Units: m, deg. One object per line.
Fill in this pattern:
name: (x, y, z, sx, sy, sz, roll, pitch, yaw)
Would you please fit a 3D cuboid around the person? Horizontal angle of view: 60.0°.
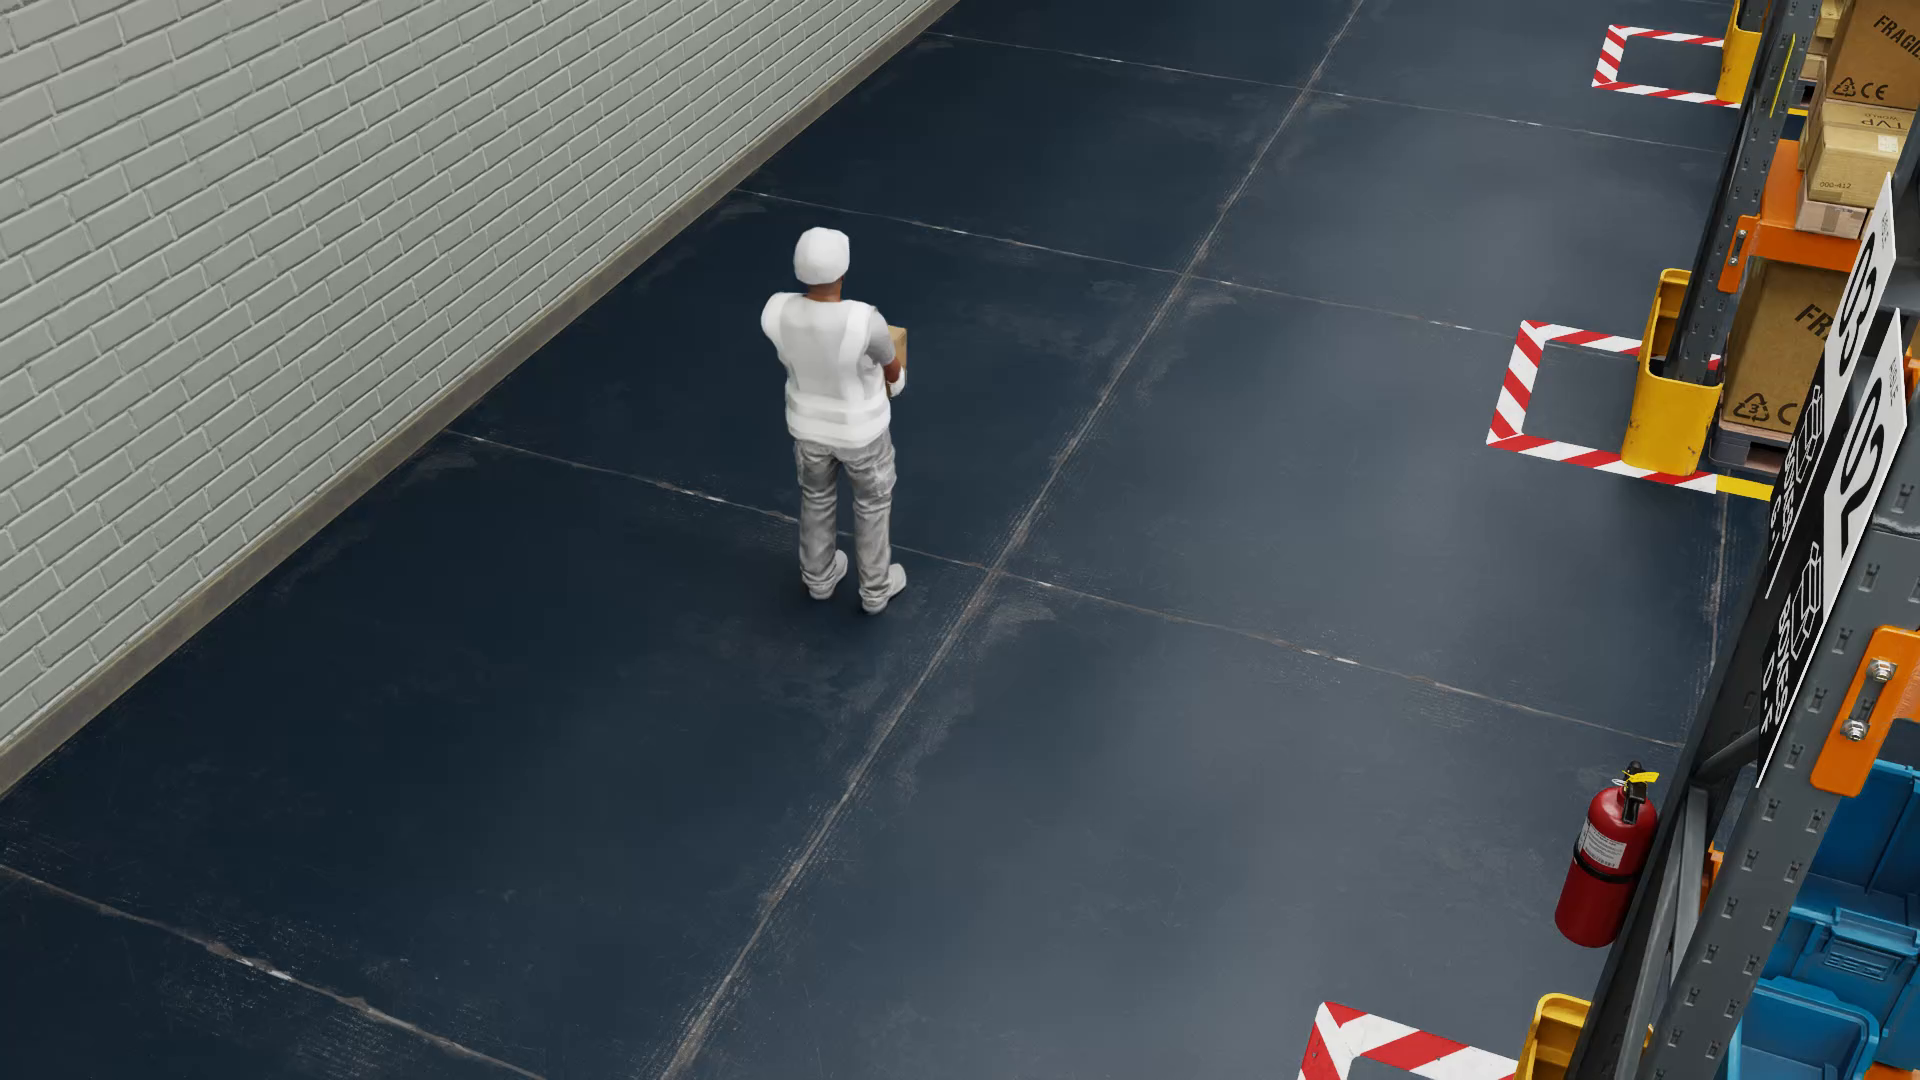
person: (-0.471, -0.528, 6.831, 0.497, 1.784, 0.572, 11, 39, 14)
